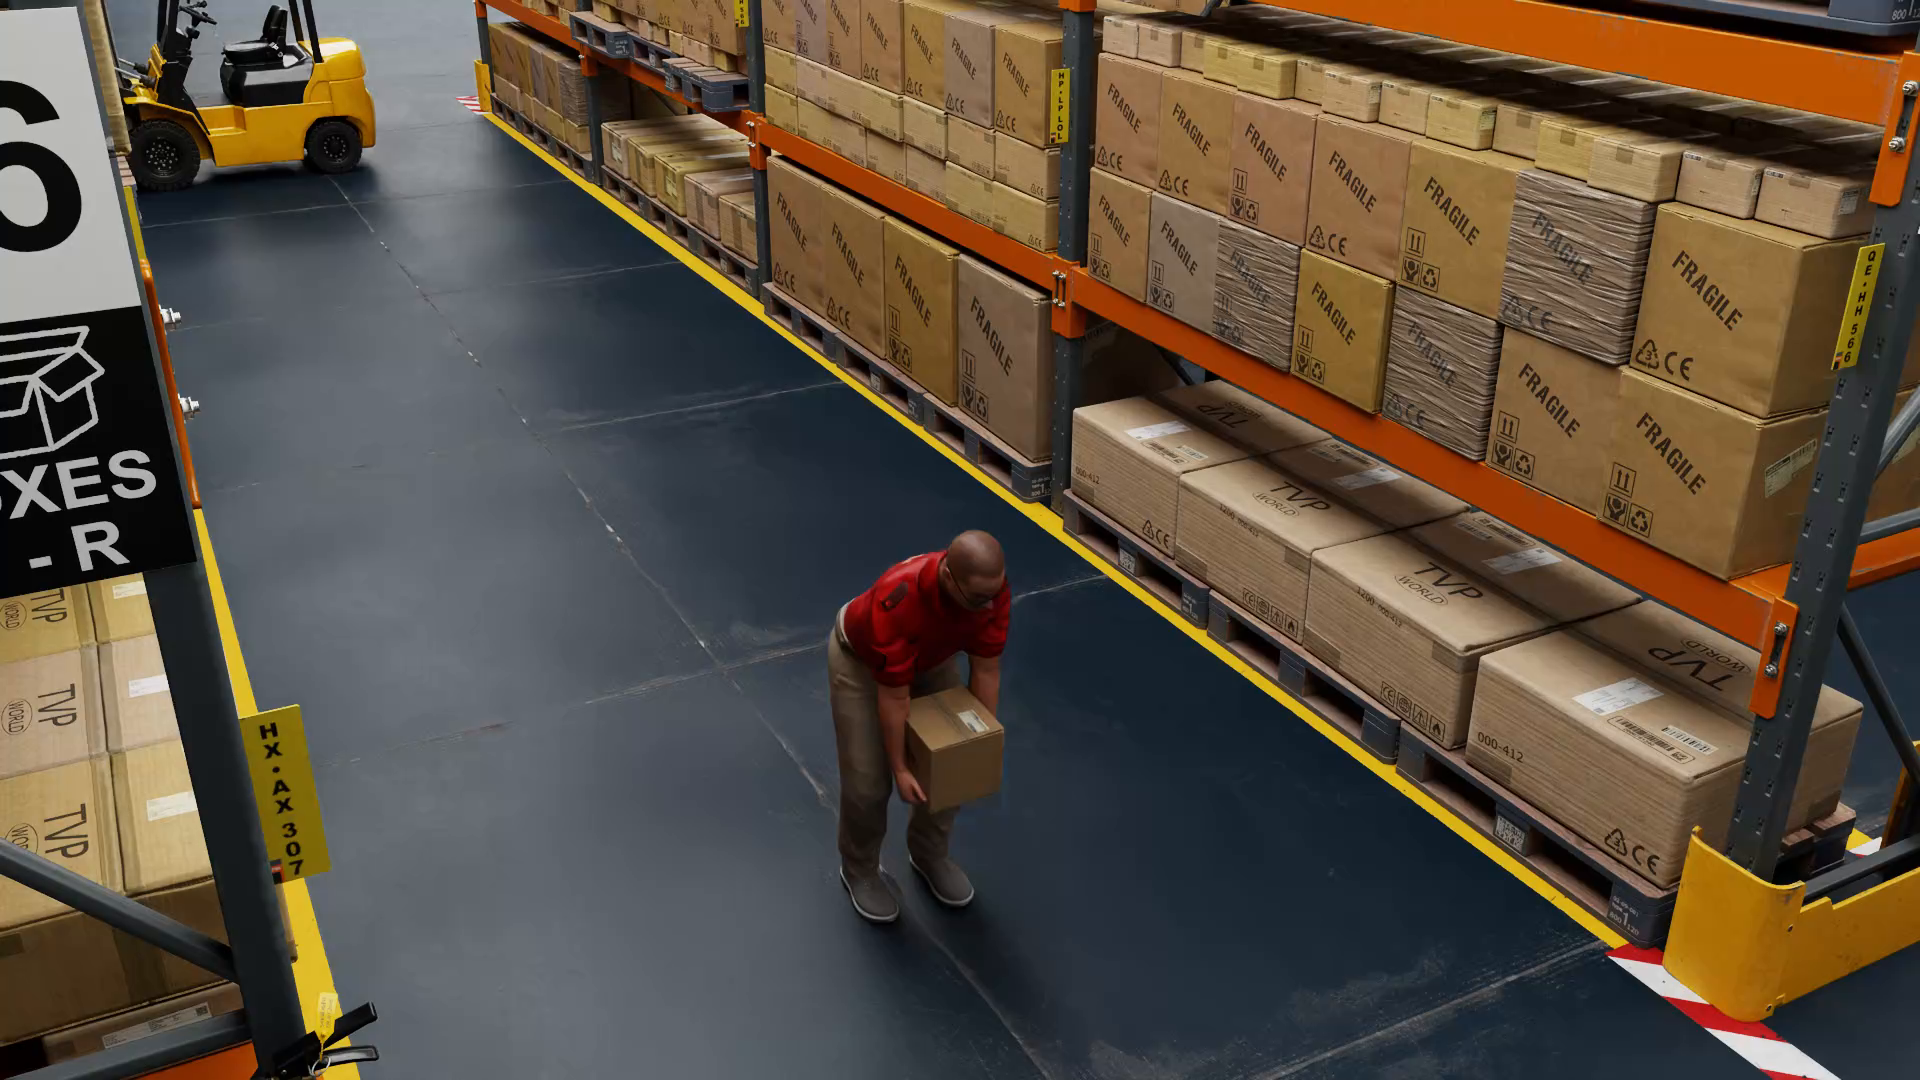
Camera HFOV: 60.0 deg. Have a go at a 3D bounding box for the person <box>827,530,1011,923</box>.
[{"bbox_3d":[-0.107,0.555,5.223,0.477,1.509,0.779,-13,29,-26],"label":"person"}]
